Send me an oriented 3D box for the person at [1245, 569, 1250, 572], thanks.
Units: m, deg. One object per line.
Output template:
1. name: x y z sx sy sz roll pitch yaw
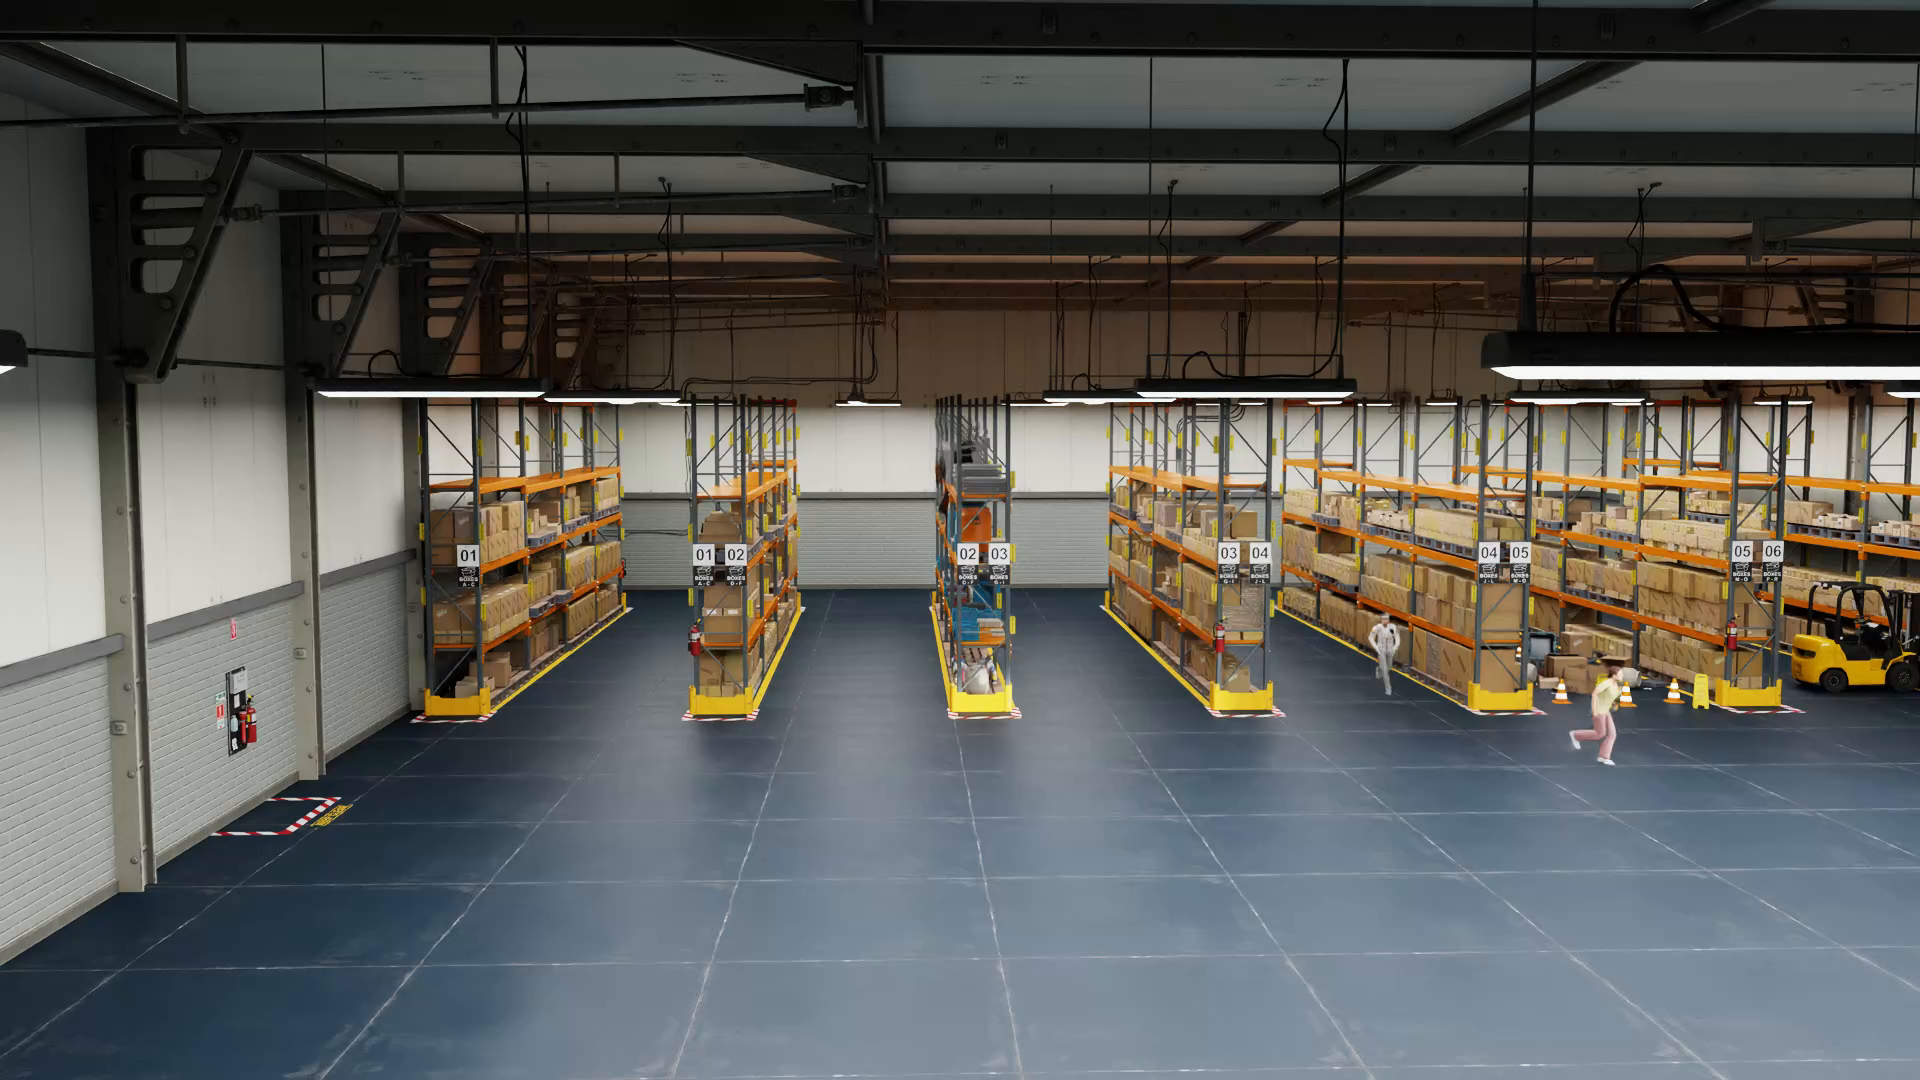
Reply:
1. person: 8.050 1.130 47.843 0.752 1.731 0.738 3 5 30

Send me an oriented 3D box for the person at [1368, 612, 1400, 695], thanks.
1. person: 8.591 2.274 33.704 0.625 1.679 0.844 0 5 -3

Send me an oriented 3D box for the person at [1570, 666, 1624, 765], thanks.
1. person: 10.353 2.891 27.039 0.819 1.474 0.578 3 6 37

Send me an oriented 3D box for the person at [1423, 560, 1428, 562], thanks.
1. person: 12.110 1.429 43.287 0.588 1.831 0.835 -1 5 -11
